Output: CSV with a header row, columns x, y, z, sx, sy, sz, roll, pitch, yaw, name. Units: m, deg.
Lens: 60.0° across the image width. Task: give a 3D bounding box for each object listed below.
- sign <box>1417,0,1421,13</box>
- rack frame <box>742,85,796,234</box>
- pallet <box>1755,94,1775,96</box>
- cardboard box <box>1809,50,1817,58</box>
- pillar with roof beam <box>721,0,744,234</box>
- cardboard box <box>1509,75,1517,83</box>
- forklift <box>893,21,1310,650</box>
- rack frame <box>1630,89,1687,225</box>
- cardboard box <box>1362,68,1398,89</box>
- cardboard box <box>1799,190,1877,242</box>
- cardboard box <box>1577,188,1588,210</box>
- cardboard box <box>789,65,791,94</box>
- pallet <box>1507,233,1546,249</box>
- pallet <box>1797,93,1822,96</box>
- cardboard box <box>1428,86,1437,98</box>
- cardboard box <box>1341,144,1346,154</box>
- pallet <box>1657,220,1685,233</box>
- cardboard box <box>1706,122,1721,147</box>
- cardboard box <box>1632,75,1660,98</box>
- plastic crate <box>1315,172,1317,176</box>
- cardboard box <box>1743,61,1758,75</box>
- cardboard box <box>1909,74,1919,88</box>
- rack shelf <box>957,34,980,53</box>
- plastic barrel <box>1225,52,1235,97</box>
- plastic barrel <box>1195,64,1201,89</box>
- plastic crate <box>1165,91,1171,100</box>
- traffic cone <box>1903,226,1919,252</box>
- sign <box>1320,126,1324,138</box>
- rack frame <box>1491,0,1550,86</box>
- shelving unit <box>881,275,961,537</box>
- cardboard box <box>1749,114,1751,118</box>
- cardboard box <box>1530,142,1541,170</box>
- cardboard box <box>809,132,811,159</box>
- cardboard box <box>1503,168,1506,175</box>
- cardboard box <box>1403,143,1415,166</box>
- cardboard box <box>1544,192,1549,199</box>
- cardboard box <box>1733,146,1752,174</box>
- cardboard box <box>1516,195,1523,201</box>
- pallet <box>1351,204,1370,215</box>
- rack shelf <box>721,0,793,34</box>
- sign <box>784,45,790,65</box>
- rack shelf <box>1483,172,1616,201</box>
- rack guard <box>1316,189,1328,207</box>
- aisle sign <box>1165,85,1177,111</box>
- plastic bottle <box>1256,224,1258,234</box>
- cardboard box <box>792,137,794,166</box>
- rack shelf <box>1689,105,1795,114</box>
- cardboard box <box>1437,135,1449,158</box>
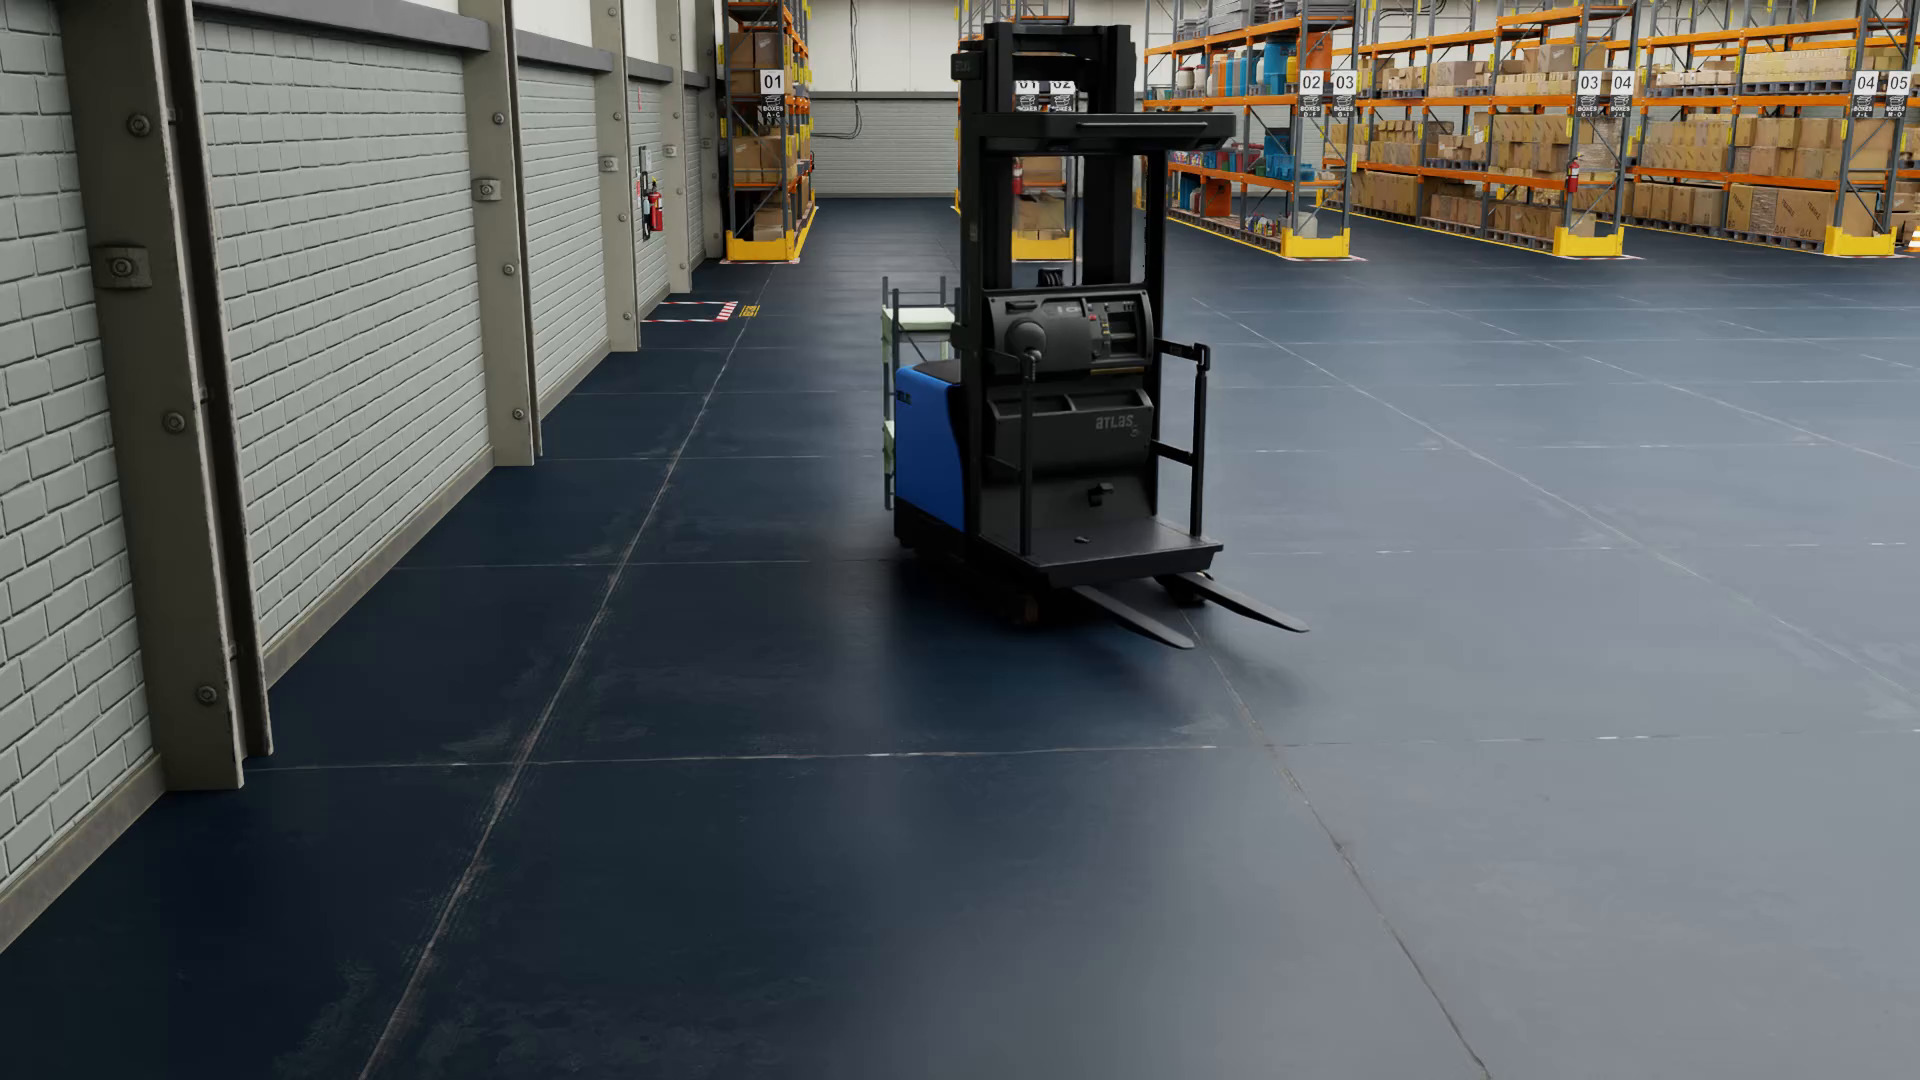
x,y,z,sx,sy,sz,roll,pitch,yaw,name
11.134,-12.980,40.383,0.100,0.325,0.005,-1,14,-3,sign
-3.742,-7.354,32.588,1.000,3.000,0.127,-1,14,-3,rack frame
20.444,-11.339,42.236,1.003,0.211,1.213,-1,14,-3,pallet
15.872,-8.940,30.593,0.380,0.149,0.250,-1,14,-3,cardboard box
-0.476,-10.984,34.657,9.100,9.000,0.400,-1,14,-3,pillar with roof beam
10.882,-8.938,32.225,0.380,0.149,0.250,-1,14,-3,cardboard box
0.669,-1.106,8.444,1.130,2.935,3.031,-6,16,-23,forklift
15.798,-8.629,37.546,1.000,3.000,0.127,-1,14,-3,rack frame
10.485,-11.519,41.514,0.700,0.500,0.500,-2,15,-7,cardboard box
16.186,-5.982,30.677,0.875,0.875,0.875,-1,14,-3,cardboard box
15.366,-8.298,40.430,0.500,0.500,0.500,0,14,-1,cardboard box
-3.300,-8.220,29.694,0.500,0.500,0.500,0,14,-1,cardboard box
11.245,-5.762,31.998,1.003,0.211,1.213,-1,14,-3,pallet
20.567,-10.530,39.290,1.003,0.211,1.213,0,14,-1,pallet
10.616,-9.837,36.521,0.500,0.250,0.500,-1,14,-2,cardboard box
10.210,-10.132,43.088,0.500,0.250,0.500,-1,14,-5,cardboard box
15.844,-6.779,35.950,1.003,0.211,1.213,-1,14,-3,pallet
15.975,-8.419,34.519,0.700,0.500,0.500,-1,14,-4,cardboard box
15.509,-10.269,37.697,0.500,0.500,0.500,-1,14,-3,cardboard box
6.499,-6.979,31.661,0.530,0.136,0.437,-1,14,-3,plastic crate
15.797,-9.285,32.733,0.500,0.250,0.500,-1,14,-3,cardboard box
20.855,-9.855,36.081,0.797,0.503,0.637,-1,14,-3,cardboard box
0.582,-12.474,41.897,1.077,0.370,4.000,-1,14,-3,rack shelf
5.817,-9.651,34.489,0.600,0.901,0.708,-1,14,-3,plastic barrel
5.909,-11.020,39.596,0.600,0.588,0.600,0,14,0,plastic barrel
5.322,-10.947,40.959,0.450,0.188,0.662,-1,14,-3,plastic crate
17.678,-5.565,30.728,0.336,0.463,0.334,-1,14,-3,traffic cone
9.791,-11.018,44.934,0.100,0.325,0.005,-1,14,-3,sign
11.089,-10.489,32.732,1.000,3.000,0.127,-1,14,-3,rack frame
-0.242,-0.844,10.296,0.431,1.500,0.755,-2,15,-7,shelving unit
20.240,-10.712,42.129,0.380,0.149,0.250,-1,14,-2,cardboard box
11.192,-7.166,31.059,0.875,0.500,0.500,-1,14,-3,cardboard box
-4.444,-10.357,43.658,0.980,0.700,0.700,0,14,-1,cardboard box
10.873,-7.217,32.562,0.380,0.149,0.250,-1,14,-3,cardboard box
10.538,-8.869,38.278,0.500,0.500,0.500,-1,14,-4,cardboard box
15.150,-8.798,42.482,0.380,0.149,0.250,-1,14,-5,cardboard box
16.081,-7.616,33.305,0.875,0.550,0.550,-1,14,-3,cardboard box
15.042,-9.116,44.315,0.380,0.149,0.250,-1,14,-3,cardboard box
10.624,-8.413,42.300,1.003,0.211,1.213,-1,14,-3,pallet
-3.618,-9.412,29.997,1.077,0.370,4.000,-1,14,-3,rack shelf
-2.953,-8.243,28.272,0.100,0.325,0.005,-1,14,-3,sign
11.213,-6.737,31.636,1.077,0.370,4.000,-1,14,-3,rack shelf
10.344,-9.363,45.414,1.175,0.500,0.348,-1,14,-3,rack guard
5.690,-11.773,44.545,0.394,0.787,0.004,-1,14,-3,aisle sign
5.787,-6.040,32.214,0.097,0.201,0.097,0,14,0,plastic bottle
-3.270,-7.034,30.102,0.500,0.500,0.500,-1,14,-5,cardboard box
20.361,-11.328,43.456,1.077,0.370,4.000,-1,14,-3,rack shelf
10.915,-8.696,36.762,0.500,0.500,0.500,-3,15,-10,cardboard box
